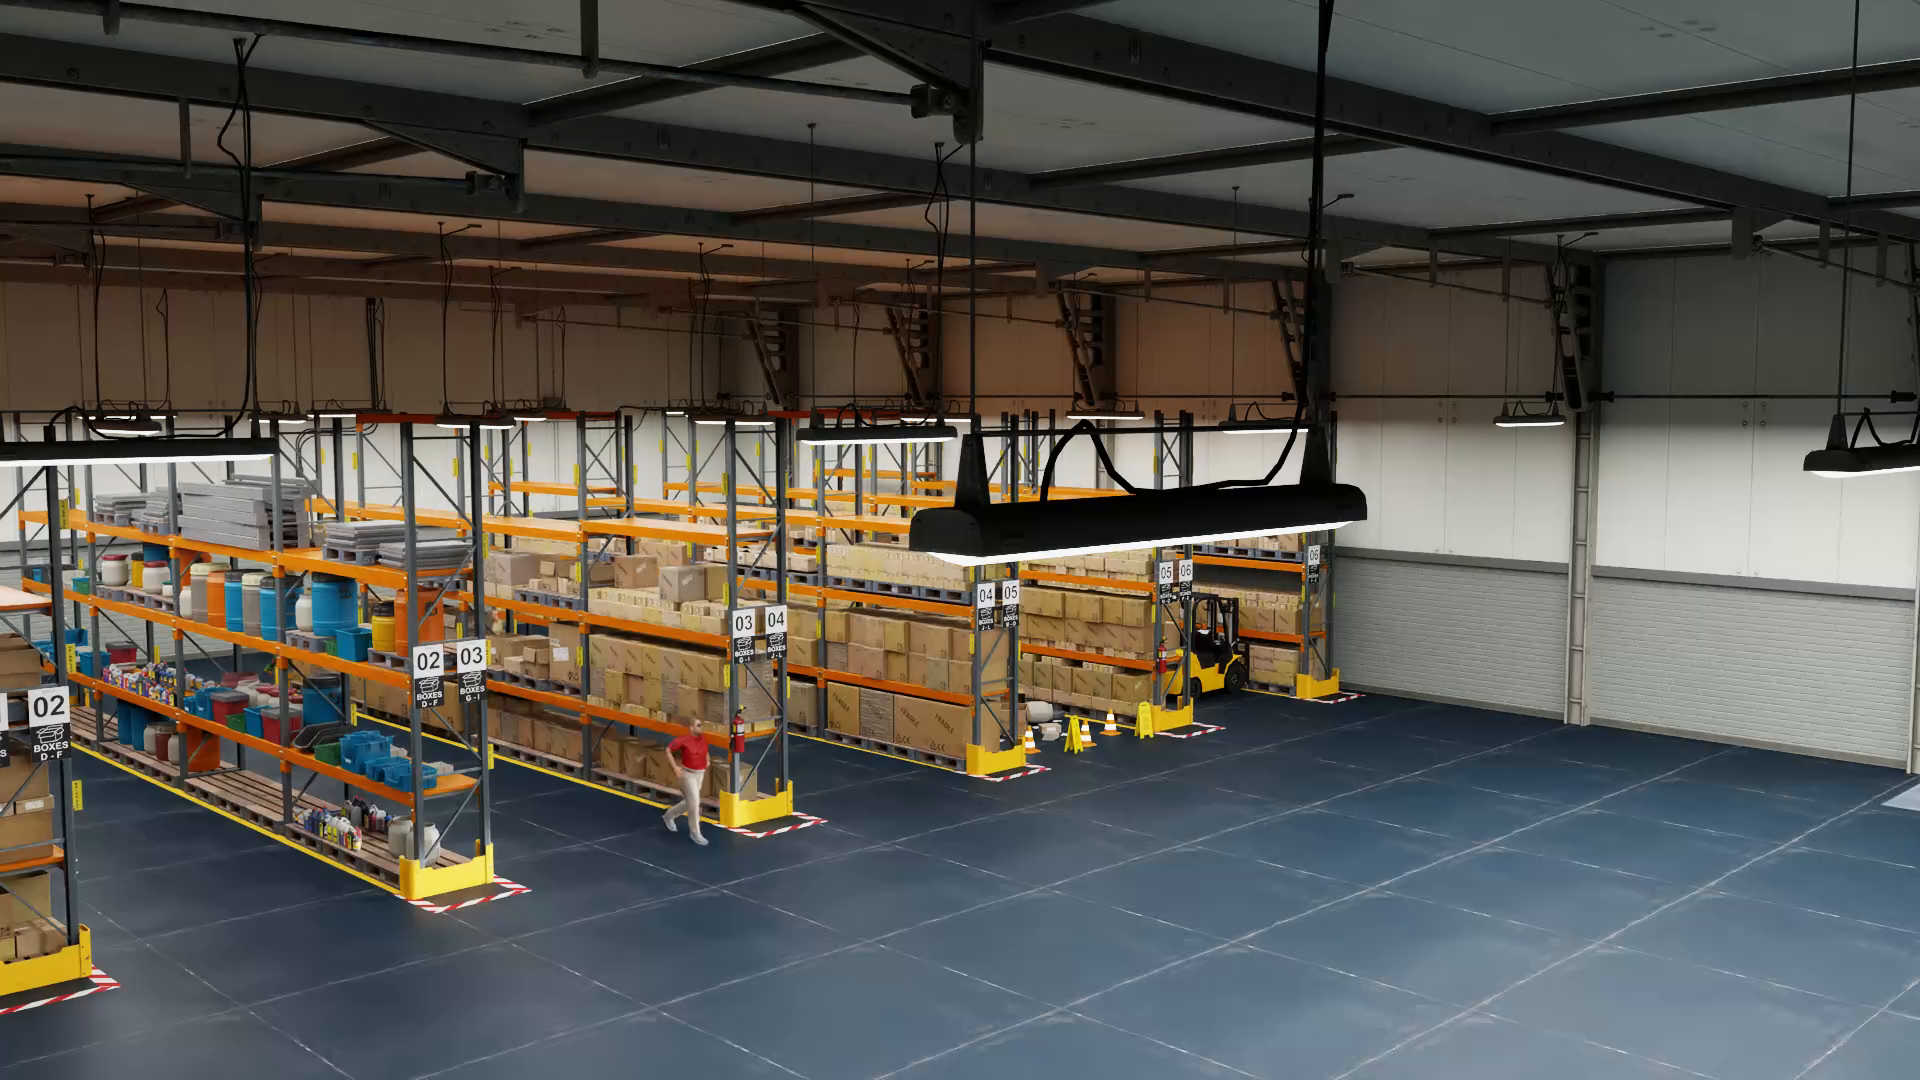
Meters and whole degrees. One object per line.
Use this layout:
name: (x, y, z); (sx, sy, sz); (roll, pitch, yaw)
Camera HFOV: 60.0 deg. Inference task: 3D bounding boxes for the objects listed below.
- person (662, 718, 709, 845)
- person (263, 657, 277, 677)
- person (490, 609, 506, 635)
person: (-3.856, 3.416, 23.868); (0.947, 1.722, 0.703); (3, 6, 30)
person: (-14.951, 2.205, 36.897); (1.003, 1.770, 0.661); (-2, 5, -25)
person: (-10.266, 2.341, 36.667); (0.587, 1.661, 0.808); (-4, 6, -39)
